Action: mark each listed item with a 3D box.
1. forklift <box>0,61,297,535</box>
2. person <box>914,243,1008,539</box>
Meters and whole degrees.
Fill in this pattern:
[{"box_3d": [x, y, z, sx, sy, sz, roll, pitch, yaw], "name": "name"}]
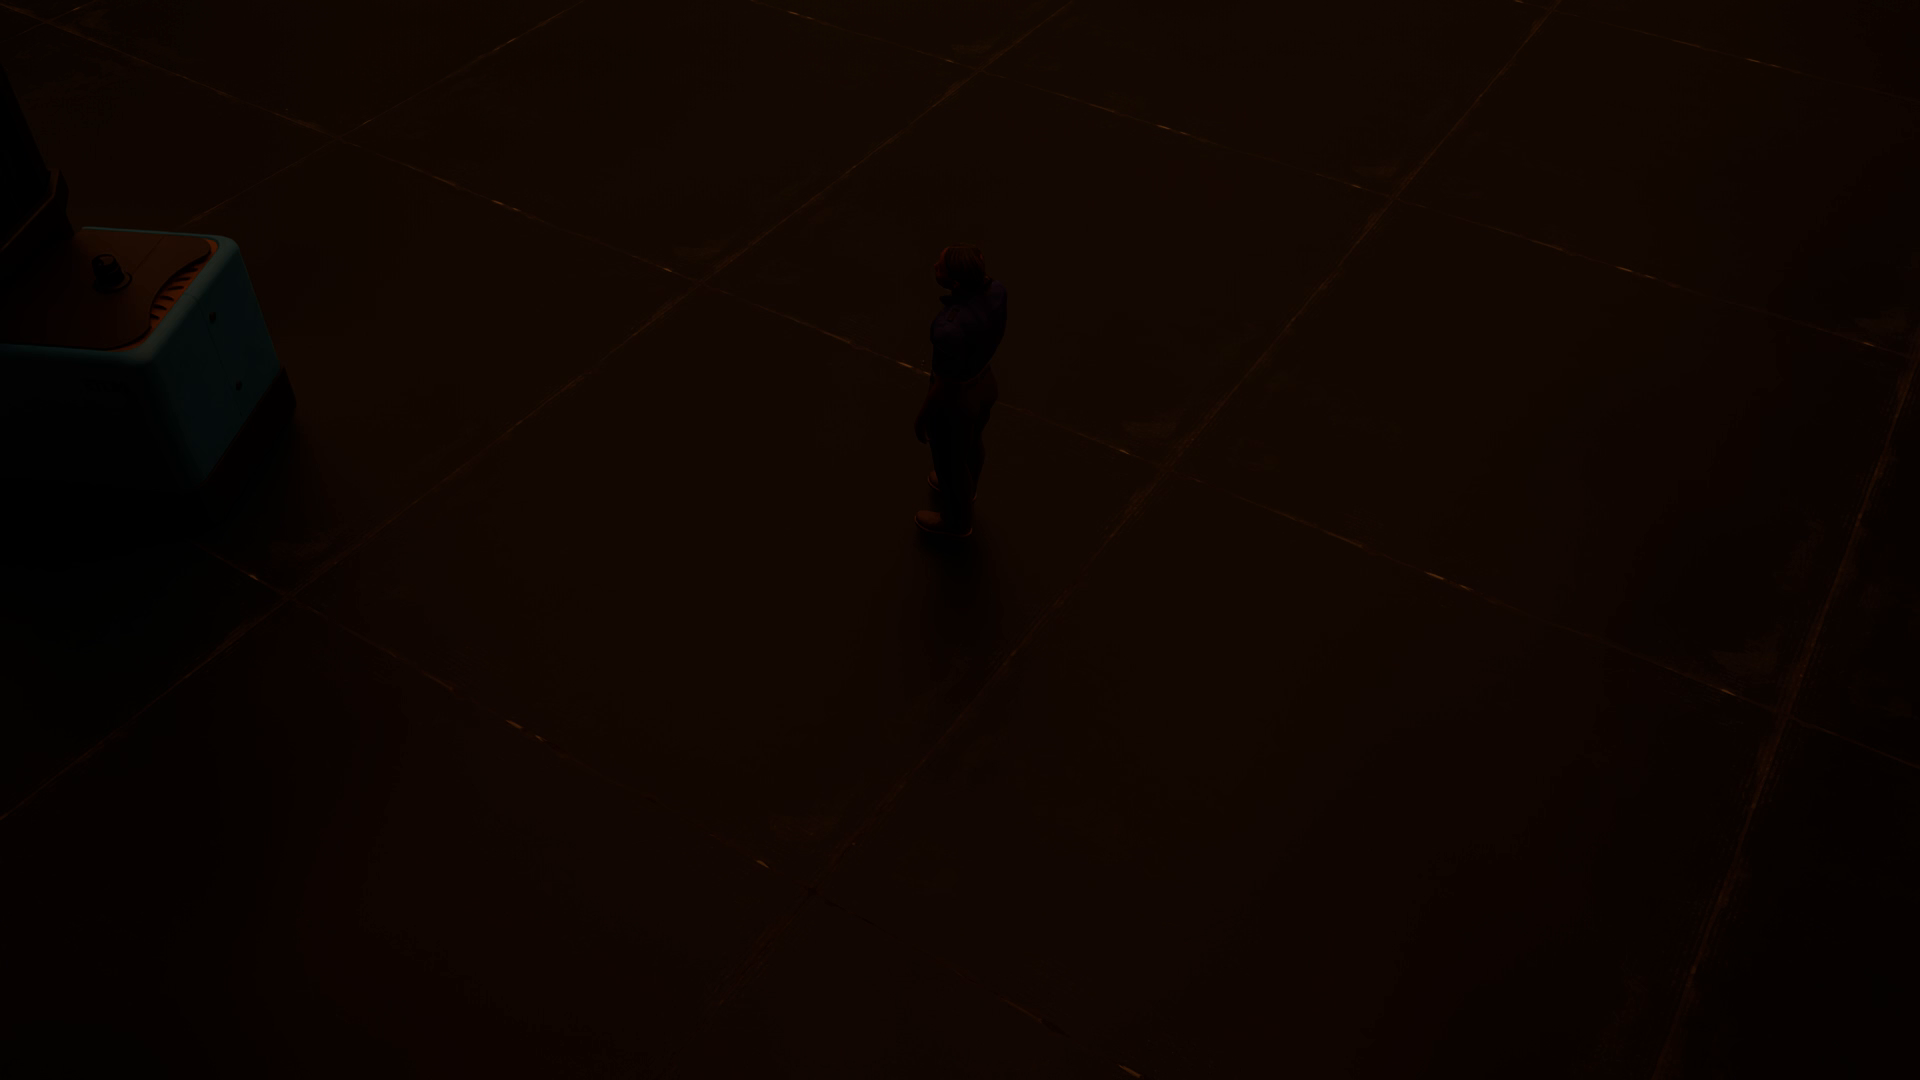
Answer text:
[{"box_3d": [-4.991, -1.533, 7.465, 3.031, 2.935, 1.130, 5, 44, 5], "name": "forklift"}, {"box_3d": [-0.063, -0.679, 7.424, 0.504, 1.654, 0.569, 24, 48, 23], "name": "person"}]
